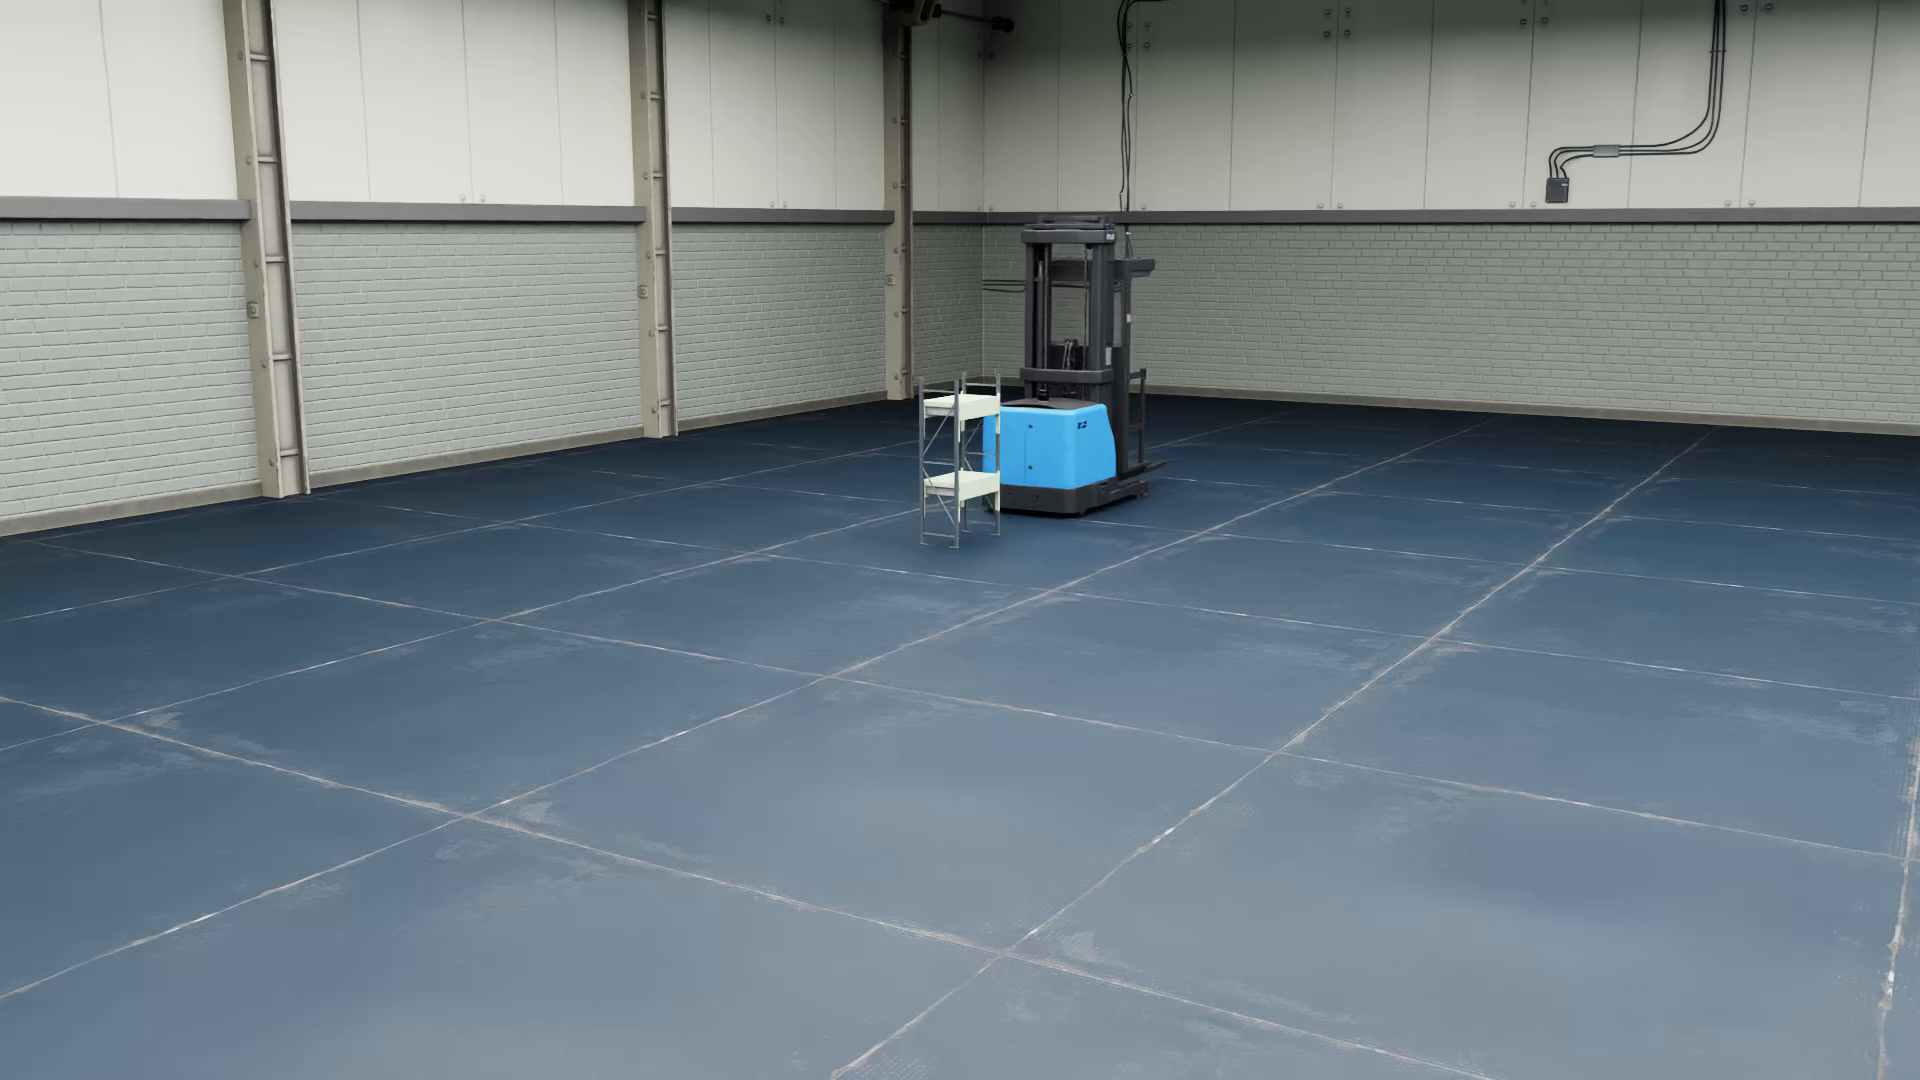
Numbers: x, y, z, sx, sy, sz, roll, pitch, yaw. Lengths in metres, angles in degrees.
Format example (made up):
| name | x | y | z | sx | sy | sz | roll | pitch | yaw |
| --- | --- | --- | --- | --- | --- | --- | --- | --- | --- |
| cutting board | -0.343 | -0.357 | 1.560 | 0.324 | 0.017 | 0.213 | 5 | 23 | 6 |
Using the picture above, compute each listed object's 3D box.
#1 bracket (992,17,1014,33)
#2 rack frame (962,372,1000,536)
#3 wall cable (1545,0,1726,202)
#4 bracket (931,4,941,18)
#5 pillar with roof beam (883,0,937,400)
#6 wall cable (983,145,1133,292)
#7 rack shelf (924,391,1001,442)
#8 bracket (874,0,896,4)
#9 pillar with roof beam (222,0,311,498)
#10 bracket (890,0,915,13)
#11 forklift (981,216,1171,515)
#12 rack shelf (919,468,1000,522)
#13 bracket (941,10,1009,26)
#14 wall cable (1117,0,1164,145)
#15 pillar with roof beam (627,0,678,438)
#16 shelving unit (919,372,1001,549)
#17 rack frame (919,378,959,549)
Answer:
| name | x | y | z | sx | sy | sz | roll | pitch | yaw |
| --- | --- | --- | --- | --- | --- | --- | --- | --- | --- |
| bracket | 0.737 | -8.974 | 28.947 | 0.235 | 0.232 | 0.430 | 6 | 12 | 31 |
| rack frame | 0.193 | -0.796 | 15.425 | 0.400 | 1.500 | 0.023 | 6 | 12 | 31 |
| wall cable | 9.753 | -7.900 | 23.749 | 2.305 | 6.003 | 0.169 | 6 | 12 | 31 |
| bracket | -0.493 | -8.601 | 26.957 | 0.235 | 0.232 | 0.430 | 6 | 12 | 31 |
| pillar with roof beam | 2.667 | -6.389 | 24.923 | 9.100 | 9.000 | 0.548 | 6 | 12 | 31 |
| wall cable | 1.647 | -5.611 | 29.206 | 3.097 | 2.526 | 0.112 | 6 | 12 | 31 |
| rack shelf | 0.003 | -1.122 | 15.046 | 0.431 | 0.370 | 0.720 | 6 | 12 | 31 |
| bracket | -2.262 | -8.065 | 24.095 | 0.076 | 0.066 | 4.783 | 6 | 12 | 31 |
| pillar with roof beam | -3.563 | -4.502 | 14.843 | 9.100 | 9.000 | 0.400 | 6 | 12 | 31 |
| bracket | -0.924 | -8.471 | 26.259 | 0.235 | 0.232 | 0.430 | 6 | 12 | 31 |
| forklift | 1.368 | -1.912 | 17.500 | 1.130 | 2.935 | 3.031 | 6 | 12 | 28 |
| rack shelf | 0.003 | -0.418 | 15.178 | 0.431 | 0.370 | 0.720 | 6 | 12 | 31 |
| bracket | 0.430 | -8.881 | 28.451 | 0.076 | 0.066 | 3.189 | 6 | 12 | 31 |
| wall cable | 3.960 | -7.835 | 27.361 | 3.097 | 2.526 | 0.112 | 6 | 12 | 31 |
| pillar with roof beam | -0.448 | -5.446 | 19.883 | 9.100 | 9.000 | 0.400 | 6 | 12 | 31 |
| shelving unit | 0.003 | -0.738 | 15.118 | 0.431 | 1.500 | 0.755 | 6 | 12 | 31 |
| rack frame | -0.187 | -0.681 | 14.810 | 0.400 | 1.500 | 0.023 | 6 | 12 | 31 |
